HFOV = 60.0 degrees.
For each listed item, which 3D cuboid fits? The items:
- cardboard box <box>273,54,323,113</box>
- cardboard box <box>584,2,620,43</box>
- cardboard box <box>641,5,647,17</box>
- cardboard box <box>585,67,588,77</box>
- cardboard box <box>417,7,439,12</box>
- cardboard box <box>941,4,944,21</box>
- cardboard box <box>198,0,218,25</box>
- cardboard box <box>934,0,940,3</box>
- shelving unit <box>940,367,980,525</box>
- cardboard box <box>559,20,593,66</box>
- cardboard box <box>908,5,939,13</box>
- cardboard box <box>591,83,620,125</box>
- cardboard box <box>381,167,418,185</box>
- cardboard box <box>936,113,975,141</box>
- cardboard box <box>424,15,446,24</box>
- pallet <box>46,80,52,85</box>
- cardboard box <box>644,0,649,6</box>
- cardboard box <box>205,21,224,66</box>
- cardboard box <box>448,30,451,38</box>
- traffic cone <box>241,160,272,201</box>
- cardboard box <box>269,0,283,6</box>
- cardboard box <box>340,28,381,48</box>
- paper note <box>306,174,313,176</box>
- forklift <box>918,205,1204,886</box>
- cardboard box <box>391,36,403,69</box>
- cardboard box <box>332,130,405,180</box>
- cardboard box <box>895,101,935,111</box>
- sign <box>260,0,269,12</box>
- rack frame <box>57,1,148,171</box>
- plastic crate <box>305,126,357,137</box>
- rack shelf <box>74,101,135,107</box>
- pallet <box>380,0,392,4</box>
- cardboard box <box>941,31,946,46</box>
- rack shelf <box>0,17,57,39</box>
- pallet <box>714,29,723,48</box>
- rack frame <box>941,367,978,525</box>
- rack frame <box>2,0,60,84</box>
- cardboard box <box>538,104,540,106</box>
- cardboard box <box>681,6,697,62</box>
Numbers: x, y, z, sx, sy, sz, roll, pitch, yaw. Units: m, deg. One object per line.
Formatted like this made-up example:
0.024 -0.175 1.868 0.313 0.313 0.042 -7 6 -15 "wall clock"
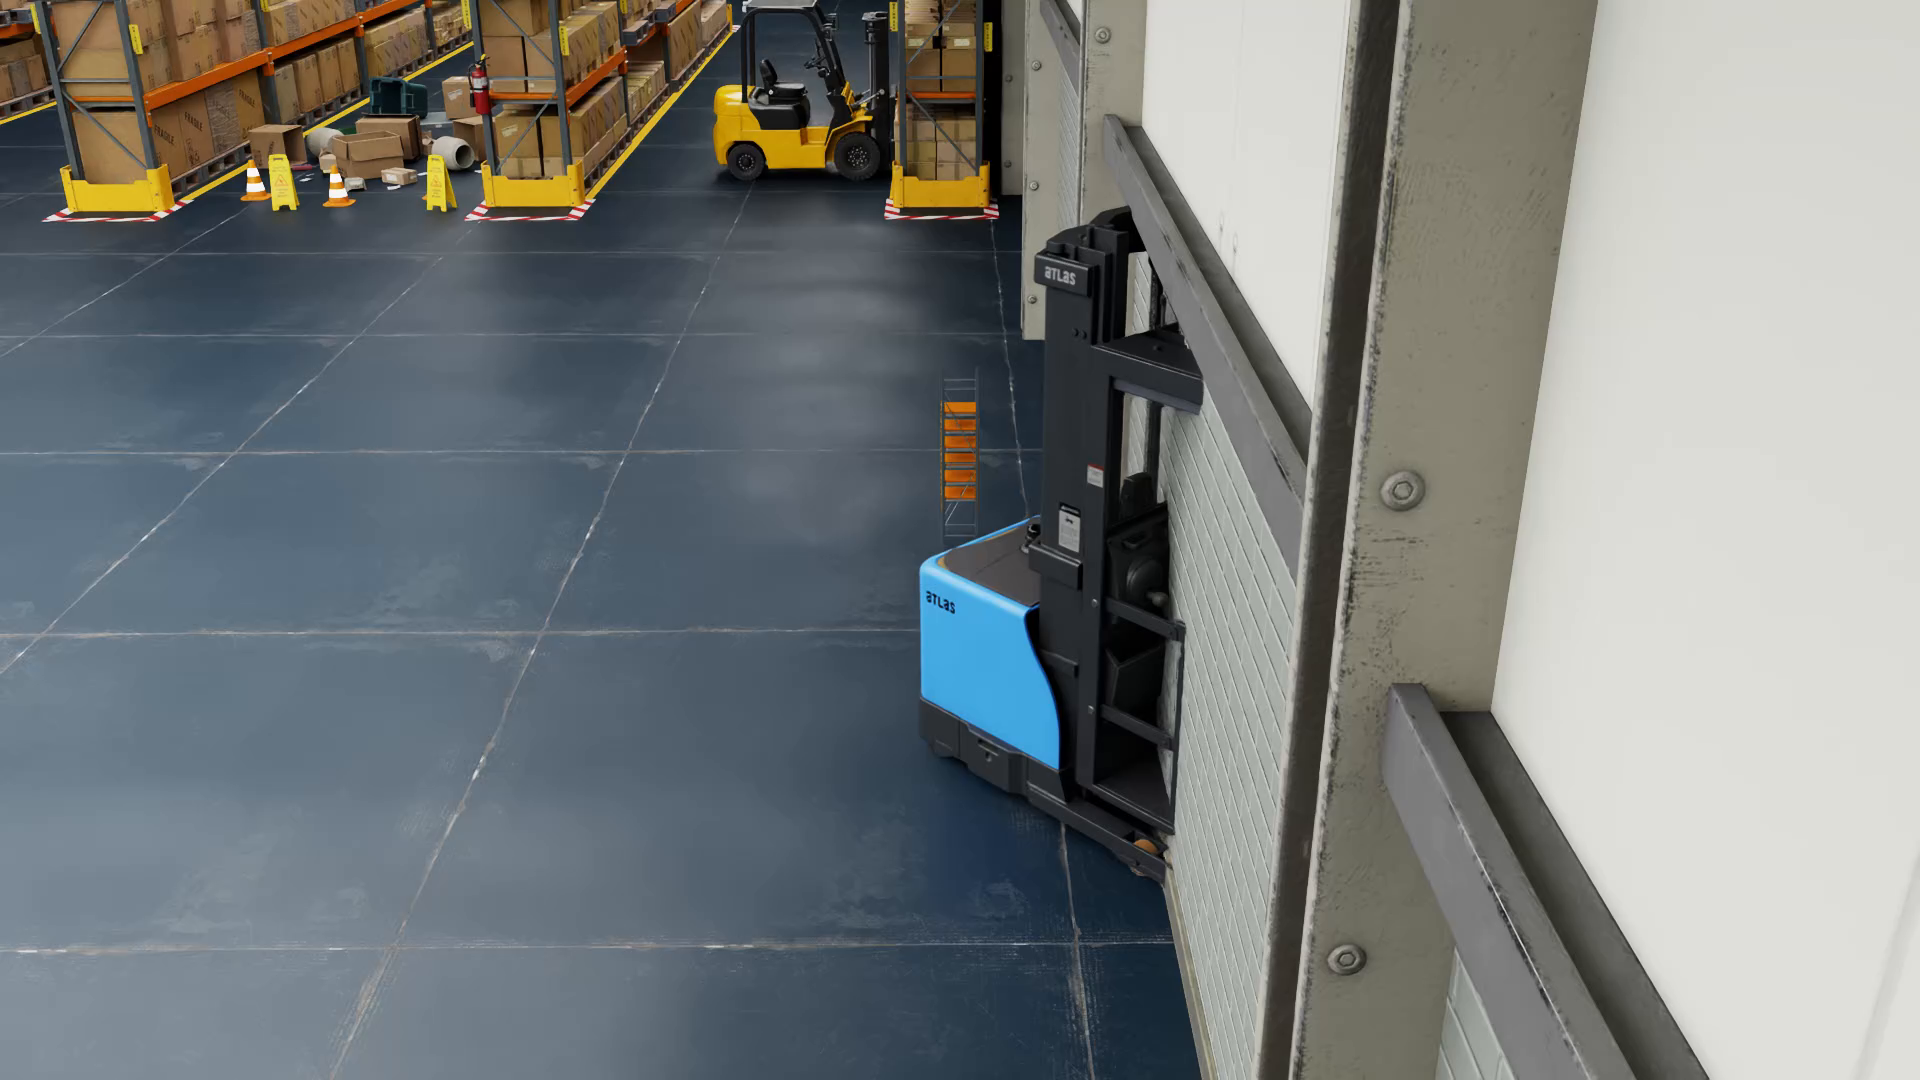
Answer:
-10.288 -6.861 25.001 1.050 0.750 0.750 0 24 -1 "cardboard box"
-4.983 -7.105 22.837 0.500 0.500 0.500 -1 24 -2 "cardboard box"
-4.913 -7.949 24.981 0.380 0.149 0.250 1 24 1 "cardboard box"
-4.921 -5.909 20.980 0.380 0.149 0.250 0 24 1 "cardboard box"
-10.573 -10.499 33.052 0.380 0.149 0.250 1 24 2 "cardboard box"
-0.022 -7.499 23.767 0.500 0.250 0.500 -1 24 -1 "cardboard box"
-10.224 -7.001 21.597 0.875 0.550 0.550 0 24 -1 "cardboard box"
-0.461 -7.261 22.396 0.380 0.149 0.250 -1 24 -2 "cardboard box"
-2.865 -5.278 20.735 5.752 1.800 21.905 0 24 -1 "shelving unit"
-4.936 -6.259 20.966 0.500 0.500 0.500 -1 24 -2 "cardboard box"
-0.466 -6.737 21.236 0.380 0.149 0.250 0 24 0 "cardboard box"
-4.954 -5.934 22.647 0.500 0.500 0.500 0 24 0 "cardboard box"
-7.227 -4.689 21.438 0.380 0.149 0.250 13 27 27 "cardboard box"
-0.045 -5.074 20.444 0.500 0.250 0.500 -1 24 -1 "cardboard box"
-10.090 -9.970 31.882 0.380 0.149 0.250 -1 24 -2 "cardboard box"
-15.122 -7.764 28.161 1.003 0.211 1.213 0 24 -1 "pallet"
-4.969 -8.295 24.958 0.500 0.500 0.500 -1 24 -3 "cardboard box"
-10.252 -6.509 21.819 0.875 0.550 0.550 0 24 -1 "cardboard box"
-10.103 -9.809 32.249 0.380 0.149 0.250 -1 24 -3 "cardboard box"
-8.727 -4.463 20.557 0.336 0.463 0.334 0 24 -1 "traffic cone"
-10.204 -7.960 23.874 0.700 0.500 0.500 -1 24 -1 "cardboard box"
-9.994 -8.370 27.729 0.500 0.250 0.500 -1 24 -3 "cardboard box"
-8.541 -4.798 21.845 0.032 0.001 0.123 13 27 27 "paper note"
-10.947 -7.426 24.113 8.528 2.935 46.031 -21 32 -39 "forklift"
-10.000 -8.454 28.826 0.500 0.500 0.500 -1 24 -2 "cardboard box"
-7.743 -5.033 21.767 0.797 0.503 0.637 -19 31 -36 "cardboard box"
-0.573 -5.482 21.345 0.500 0.250 0.500 0 24 0 "cardboard box"
-9.673 -9.800 26.332 0.100 1.808 8.007 0 24 -1 "sign"
-10.144 -5.394 19.536 0.949 2.616 0.053 0 24 -1 "rack frame"
-8.873 -5.721 23.602 0.450 0.188 0.662 3 22 31 "plastic crate"
-10.163 -5.955 21.477 0.831 0.071 3.687 0 24 -1 "rack shelf"
-10.291 -9.418 28.667 1.003 0.211 1.213 0 24 -1 "pallet"
-0.040 -6.065 20.111 0.380 0.149 0.250 0 24 -1 "cardboard box"
-15.167 -7.558 25.193 1.077 0.370 4.000 0 24 -1 "rack shelf"
-5.270 -9.949 32.993 1.003 0.211 1.213 0 24 -1 "pallet"
-0.001 -0.578 11.073 0.240 1.200 0.006 0 24 -1 "rack frame"
-15.189 -8.710 26.867 1.000 3.000 0.127 0 24 -1 "rack frame"
-5.533 -5.617 21.159 0.380 0.149 0.250 0 24 0 "cardboard box"
-5.219 -8.998 29.574 0.875 0.875 0.875 0 24 1 "cardboard box"
